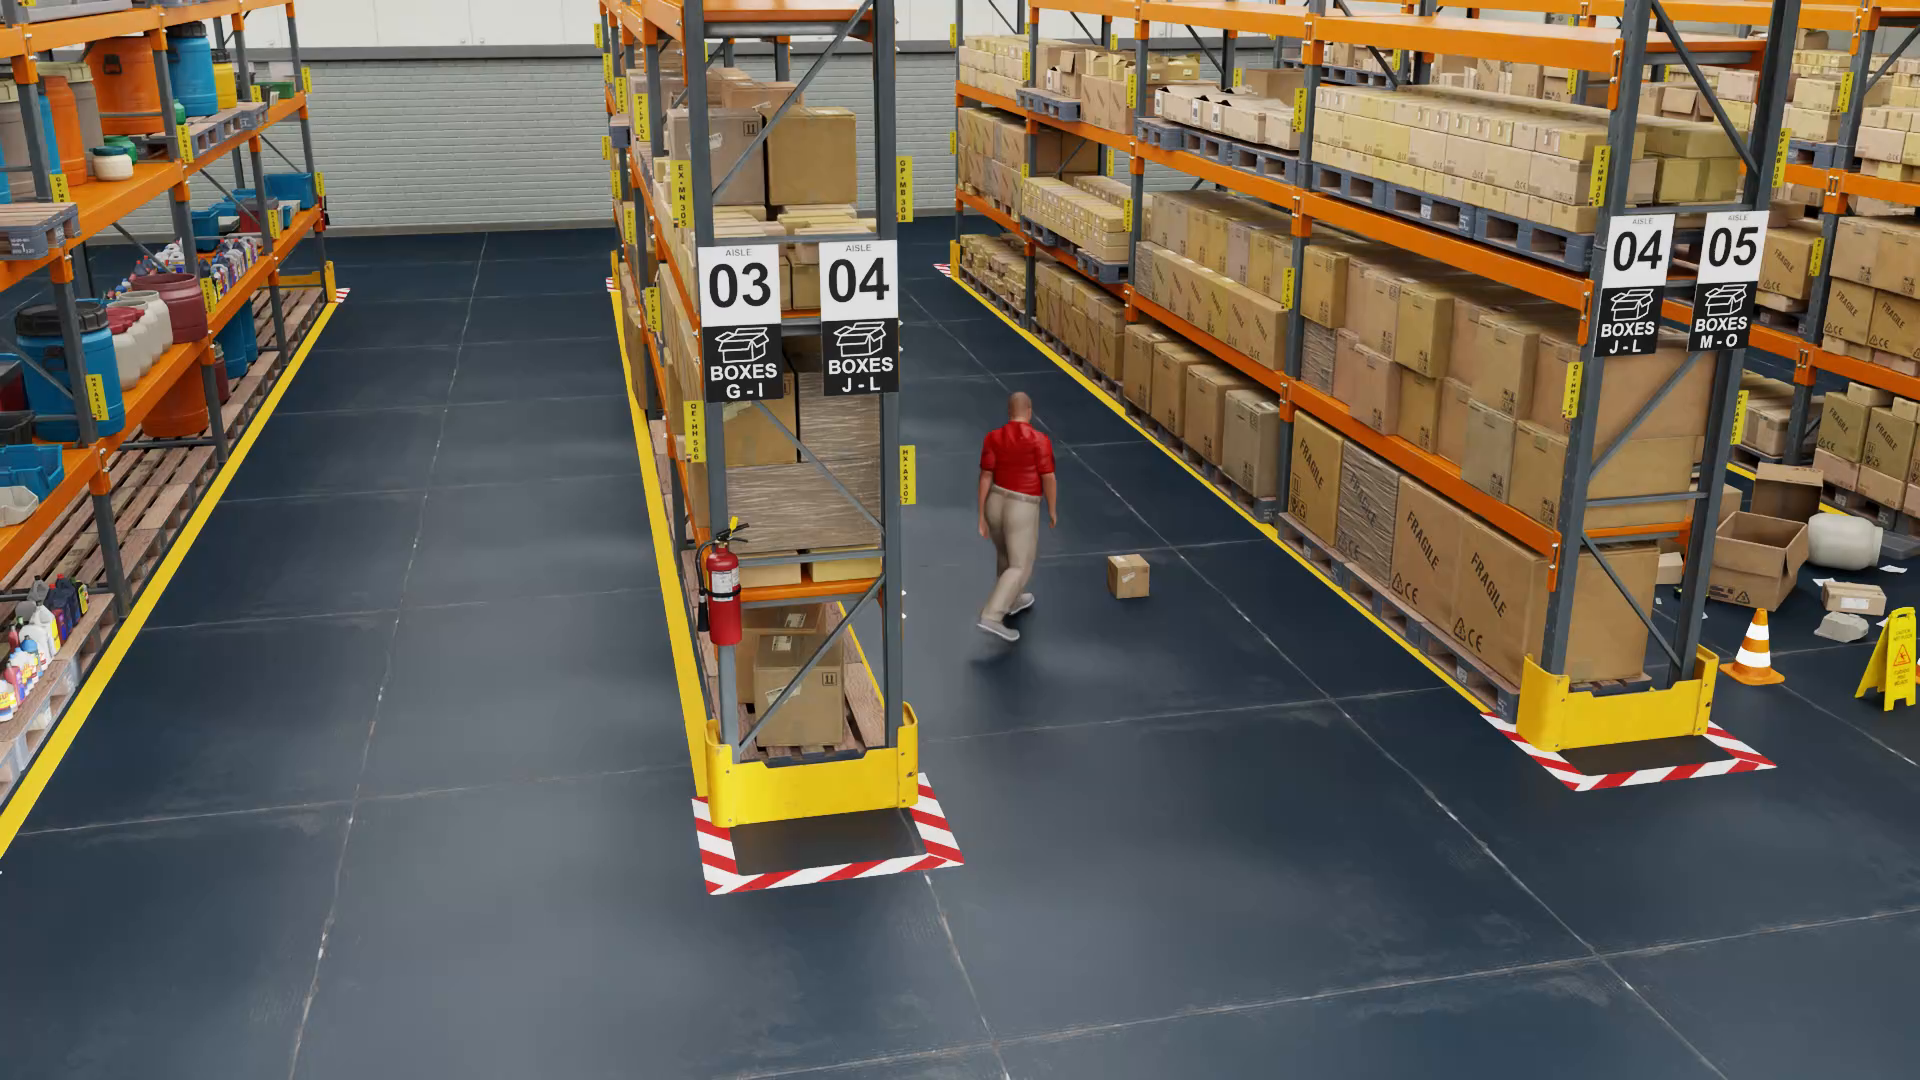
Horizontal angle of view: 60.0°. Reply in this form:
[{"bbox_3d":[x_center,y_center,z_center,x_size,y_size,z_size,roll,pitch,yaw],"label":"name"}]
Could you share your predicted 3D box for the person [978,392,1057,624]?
[{"bbox_3d":[0.308,-0.188,11.543,0.534,1.616,0.782,14,24,35],"label":"person"}]
